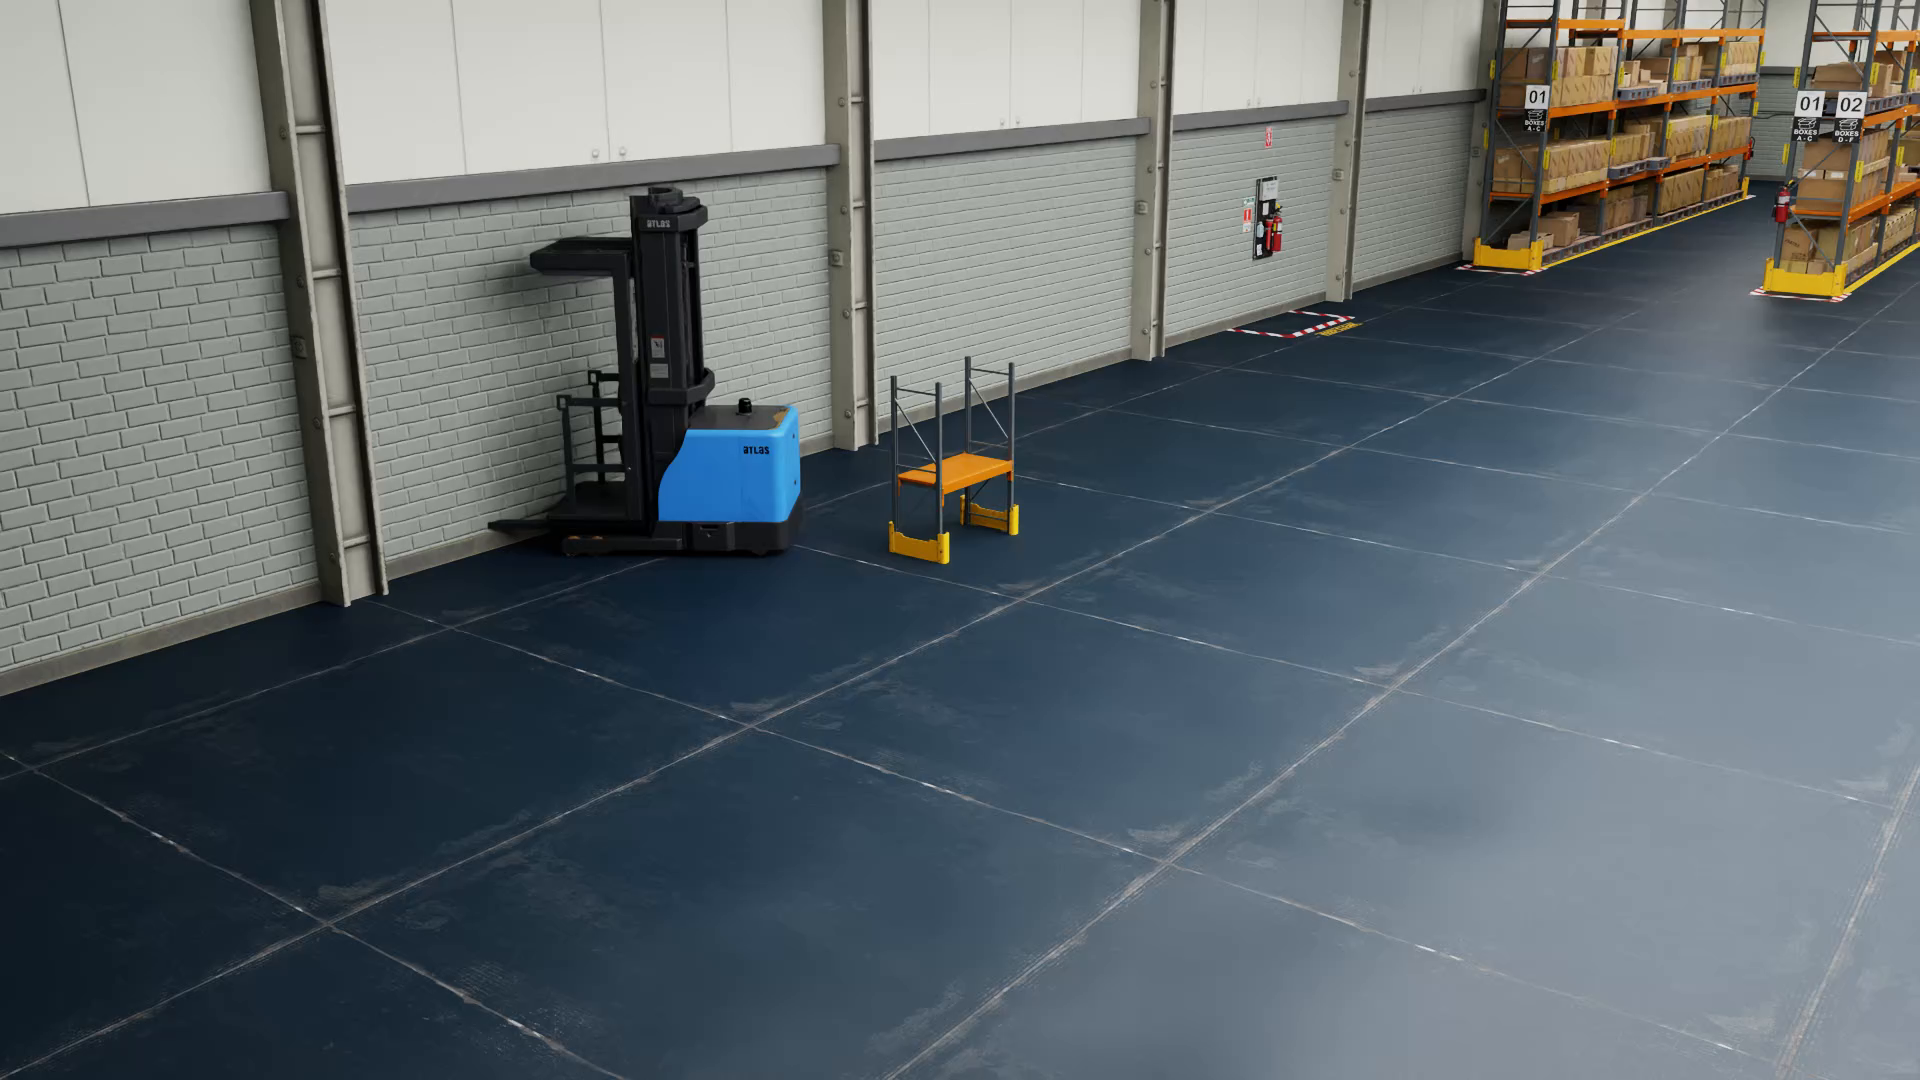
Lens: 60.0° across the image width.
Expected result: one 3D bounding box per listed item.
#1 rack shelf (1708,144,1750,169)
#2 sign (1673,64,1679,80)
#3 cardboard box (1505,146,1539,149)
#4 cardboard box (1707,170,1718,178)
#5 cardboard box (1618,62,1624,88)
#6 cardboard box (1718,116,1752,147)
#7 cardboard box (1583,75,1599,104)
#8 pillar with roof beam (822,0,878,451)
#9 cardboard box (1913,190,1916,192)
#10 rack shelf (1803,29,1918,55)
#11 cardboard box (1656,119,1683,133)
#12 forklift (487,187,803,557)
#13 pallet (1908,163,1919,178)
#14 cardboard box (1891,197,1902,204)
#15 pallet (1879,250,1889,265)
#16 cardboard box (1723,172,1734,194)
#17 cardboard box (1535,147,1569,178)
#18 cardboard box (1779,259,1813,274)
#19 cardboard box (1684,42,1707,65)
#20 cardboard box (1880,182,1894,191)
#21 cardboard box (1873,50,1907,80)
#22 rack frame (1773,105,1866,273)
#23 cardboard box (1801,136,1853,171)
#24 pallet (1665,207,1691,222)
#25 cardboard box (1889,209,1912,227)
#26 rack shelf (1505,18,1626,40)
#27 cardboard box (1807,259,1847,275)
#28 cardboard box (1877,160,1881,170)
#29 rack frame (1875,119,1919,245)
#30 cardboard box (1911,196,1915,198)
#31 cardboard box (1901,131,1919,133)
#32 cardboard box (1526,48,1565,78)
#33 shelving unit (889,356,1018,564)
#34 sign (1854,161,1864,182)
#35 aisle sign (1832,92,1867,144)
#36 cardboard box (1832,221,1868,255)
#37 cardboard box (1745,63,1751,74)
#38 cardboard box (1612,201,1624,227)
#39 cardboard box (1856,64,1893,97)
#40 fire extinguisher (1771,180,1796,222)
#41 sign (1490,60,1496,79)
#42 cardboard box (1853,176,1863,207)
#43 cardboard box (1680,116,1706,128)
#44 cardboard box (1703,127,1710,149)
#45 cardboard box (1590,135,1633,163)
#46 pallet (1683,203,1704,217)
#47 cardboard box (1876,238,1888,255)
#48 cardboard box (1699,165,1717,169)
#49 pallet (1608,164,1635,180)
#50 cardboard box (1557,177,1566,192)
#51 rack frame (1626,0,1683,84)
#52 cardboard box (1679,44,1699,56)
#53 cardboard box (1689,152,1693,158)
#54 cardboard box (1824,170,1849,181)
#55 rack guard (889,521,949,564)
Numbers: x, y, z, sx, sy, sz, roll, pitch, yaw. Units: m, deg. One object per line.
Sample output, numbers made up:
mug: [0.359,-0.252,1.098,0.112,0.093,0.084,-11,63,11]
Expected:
rack shelf: [18.248,-9.386,40.623,1.077,0.370,4.000,12,21,35]
sign: [15.107,-9.883,35.083,0.100,0.325,0.005,12,21,35]
cardboard box: [10.324,-6.959,30.550,0.500,0.500,0.500,13,21,35]
cardboard box: [17.935,-8.779,39.869,0.380,0.149,0.250,13,22,37]
cardboard box: [12.679,-9.145,32.698,0.500,0.500,0.500,16,24,42]
cardboard box: [19.143,-10.226,41.609,0.980,0.700,0.700,14,22,37]
cardboard box: [11.576,-8.417,31.029,0.500,0.500,0.500,11,21,33]
pillar with roof beam: [2.361,-4.532,13.663,9.100,9.000,0.400,12,21,35]
cardboard box: [21.148,-7.581,37.070,0.500,0.500,0.500,12,21,35]
rack shelf: [15.078,-8.327,27.773,1.077,0.370,4.000,12,21,35]
cardboard box: [15.470,-9.049,36.356,0.500,0.250,0.500,12,21,34]
forklift: [-2.913,-1.417,13.864,3.031,2.935,1.130,1,17,2]
pallet: [19.001,-7.508,33.687,1.213,0.211,1.003,12,21,35]
cardboard box: [19.052,-7.079,34.189,0.500,0.250,0.500,13,22,37]
pallet: [16.678,-5.324,31.031,1.003,0.211,1.213,12,21,35]
cardboard box: [18.804,-8.909,41.381,0.700,0.500,0.500,12,21,35]
cardboard box: [10.734,-6.867,30.255,0.500,0.500,0.500,12,21,35]
cardboard box: [13.969,-4.588,27.888,0.500,0.250,0.500,12,21,35]
cardboard box: [17.285,-11.428,39.040,0.500,0.500,0.500,12,21,34]
cardboard box: [16.962,-6.528,30.631,0.380,0.149,0.250,12,21,35]
cardboard box: [16.669,-8.533,29.885,0.500,0.500,0.500,13,21,35]
rack frame: [13.887,-5.520,26.963,1.000,3.000,0.127,12,21,35]
cardboard box: [14.206,-6.309,27.147,0.700,0.500,0.500,13,21,35]
pallet: [15.930,-7.432,37.822,1.003,0.211,1.213,12,21,35]
cardboard box: [18.234,-6.288,32.417,0.500,0.311,0.500,12,21,34]
rack shelf: [11.098,-9.391,30.530,1.077,0.370,4.000,12,21,35]
cardboard box: [14.385,-4.496,27.593,0.500,0.250,0.500,12,21,35]
cardboard box: [15.821,-6.544,28.996,0.380,0.149,0.250,12,21,35]
rack frame: [18.653,-7.426,33.099,1.000,3.000,0.127,12,21,35]
cardboard box: [20.372,-6.991,35.172,0.500,0.500,0.500,13,21,35]
cardboard box: [20.575,-8.554,35.853,0.700,0.500,0.500,5,18,16]
cardboard box: [10.330,-8.411,29.325,0.500,0.500,0.500,11,20,31]
shelving unit: [-0.045,-0.698,13.963,0.587,1.500,1.083,12,21,35]
sign: [14.329,-5.872,26.502,0.100,0.325,0.005,12,21,35]
aisle sign: [14.093,-6.692,26.353,0.394,0.787,0.004,12,21,35]
cardboard box: [15.281,-5.211,28.631,0.500,0.500,0.500,12,21,35]
cardboard box: [18.907,-11.469,40.438,0.500,0.250,0.500,11,21,33]
cardboard box: [13.319,-6.789,34.519,0.700,0.500,0.500,13,21,35]
cardboard box: [15.096,-7.615,27.538,0.500,0.500,0.500,12,21,35]
fire extinguisher: [13.443,-5.537,27.148,0.296,0.674,0.183,12,21,35]
sign: [9.472,-8.353,29.534,0.100,0.325,0.005,12,21,35]
cardboard box: [14.784,-5.920,28.082,0.700,0.500,0.500,13,21,35]
cardboard box: [16.671,-9.534,37.919,0.500,0.250,0.500,13,21,36]
cardboard box: [16.983,-9.298,38.423,0.500,0.500,0.500,12,21,34]
cardboard box: [13.326,-8.015,34.085,0.700,0.500,0.500,16,24,42]
pallet: [16.657,-7.724,38.761,1.003,0.211,1.213,12,21,35]
cardboard box: [16.709,-5.413,30.545,0.500,0.250,0.500,12,21,33]
cardboard box: [18.566,-9.223,41.298,0.380,0.149,0.250,13,21,35]
pallet: [12.862,-7.412,33.378,1.003,0.211,1.213,12,21,35]
cardboard box: [10.750,-6.519,30.398,0.500,0.250,0.500,12,21,33]
rack frame: [14.673,-11.165,35.025,1.000,3.000,0.127,12,21,35]
cardboard box: [16.426,-11.115,37.746,0.500,0.250,0.500,14,22,39]
cardboard box: [16.451,-8.774,37.831,0.380,0.149,0.250,12,21,35]
cardboard box: [14.293,-5.933,27.030,0.380,0.149,0.250,12,21,34]
rack guard: [-0.342,0.017,13.766,0.587,0.250,0.087,12,21,35]
